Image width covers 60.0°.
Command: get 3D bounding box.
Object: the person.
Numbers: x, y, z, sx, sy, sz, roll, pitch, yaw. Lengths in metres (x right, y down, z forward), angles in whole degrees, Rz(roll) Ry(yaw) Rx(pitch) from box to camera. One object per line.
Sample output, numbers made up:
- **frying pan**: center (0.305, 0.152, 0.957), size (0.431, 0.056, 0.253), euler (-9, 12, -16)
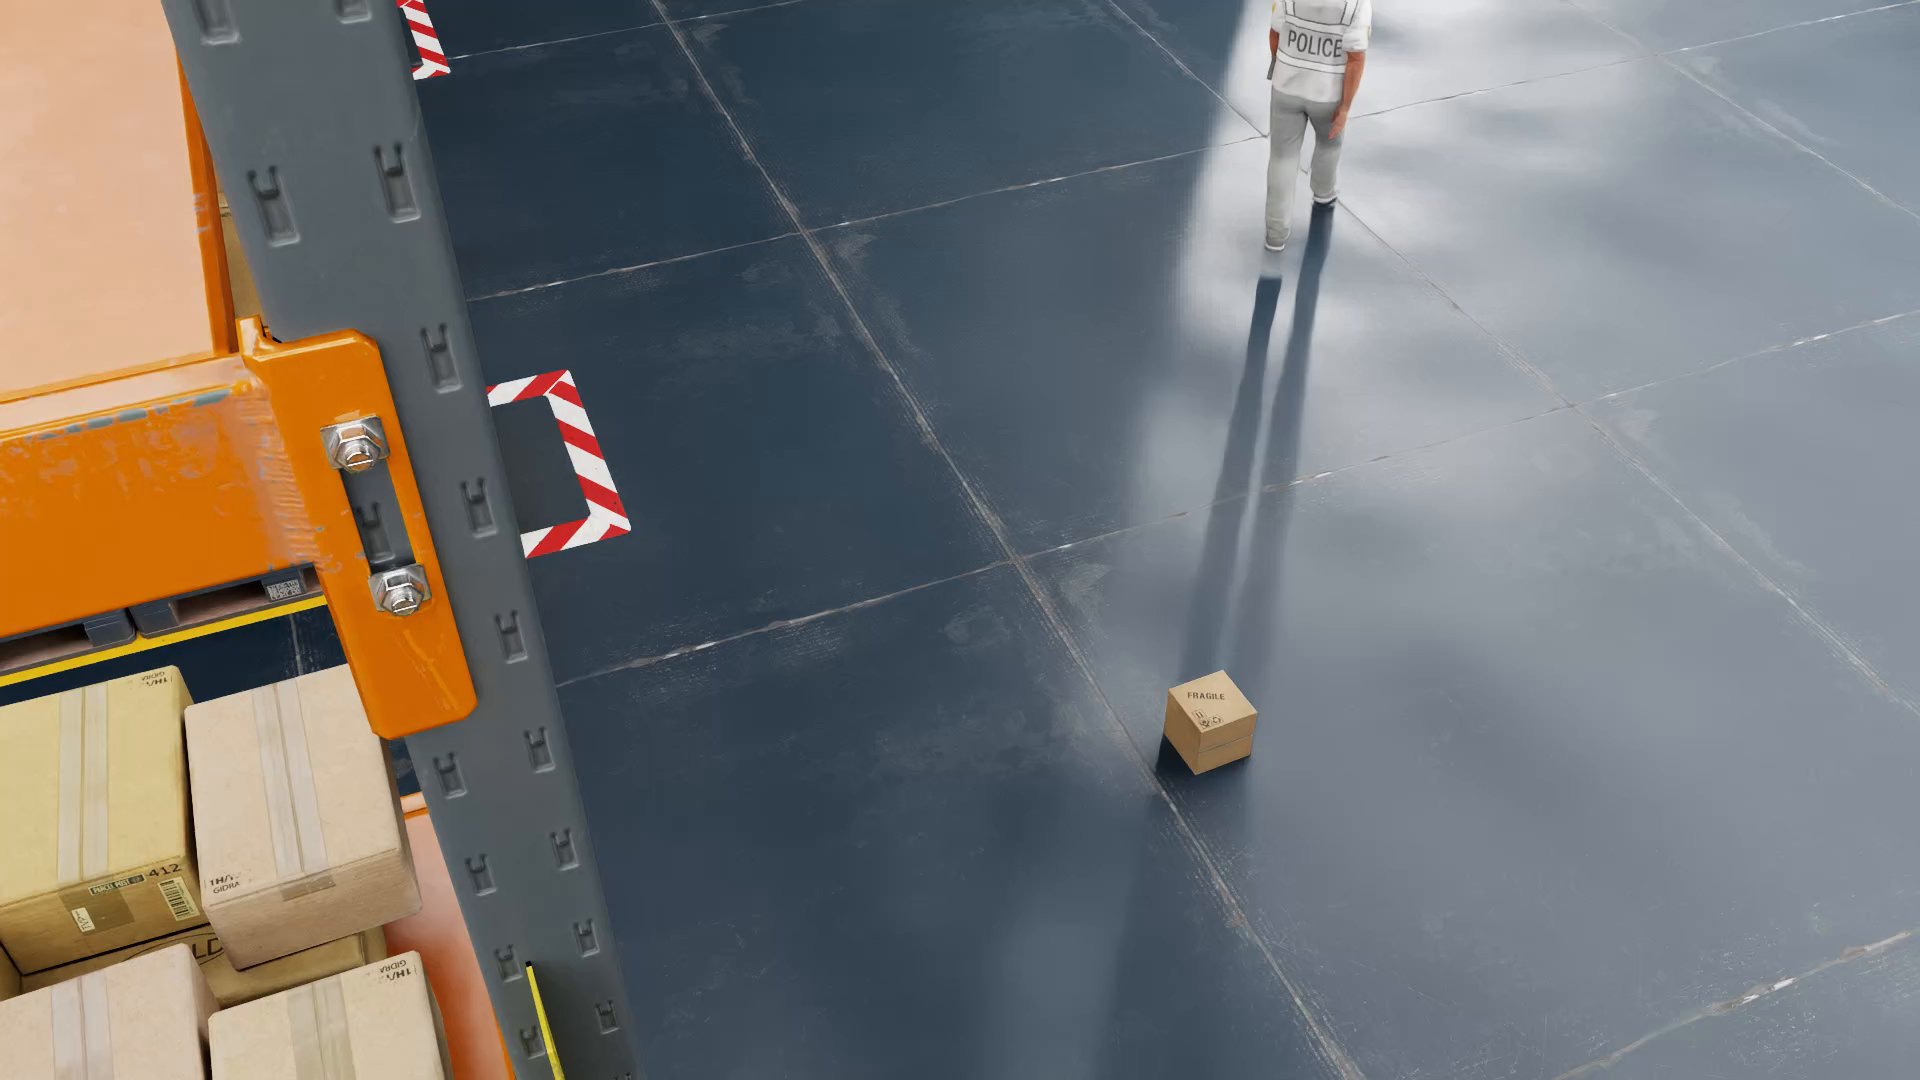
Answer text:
- **person**: center (1.905, -2.487, 8.946), size (0.529, 1.767, 0.903), euler (12, 43, 13)
